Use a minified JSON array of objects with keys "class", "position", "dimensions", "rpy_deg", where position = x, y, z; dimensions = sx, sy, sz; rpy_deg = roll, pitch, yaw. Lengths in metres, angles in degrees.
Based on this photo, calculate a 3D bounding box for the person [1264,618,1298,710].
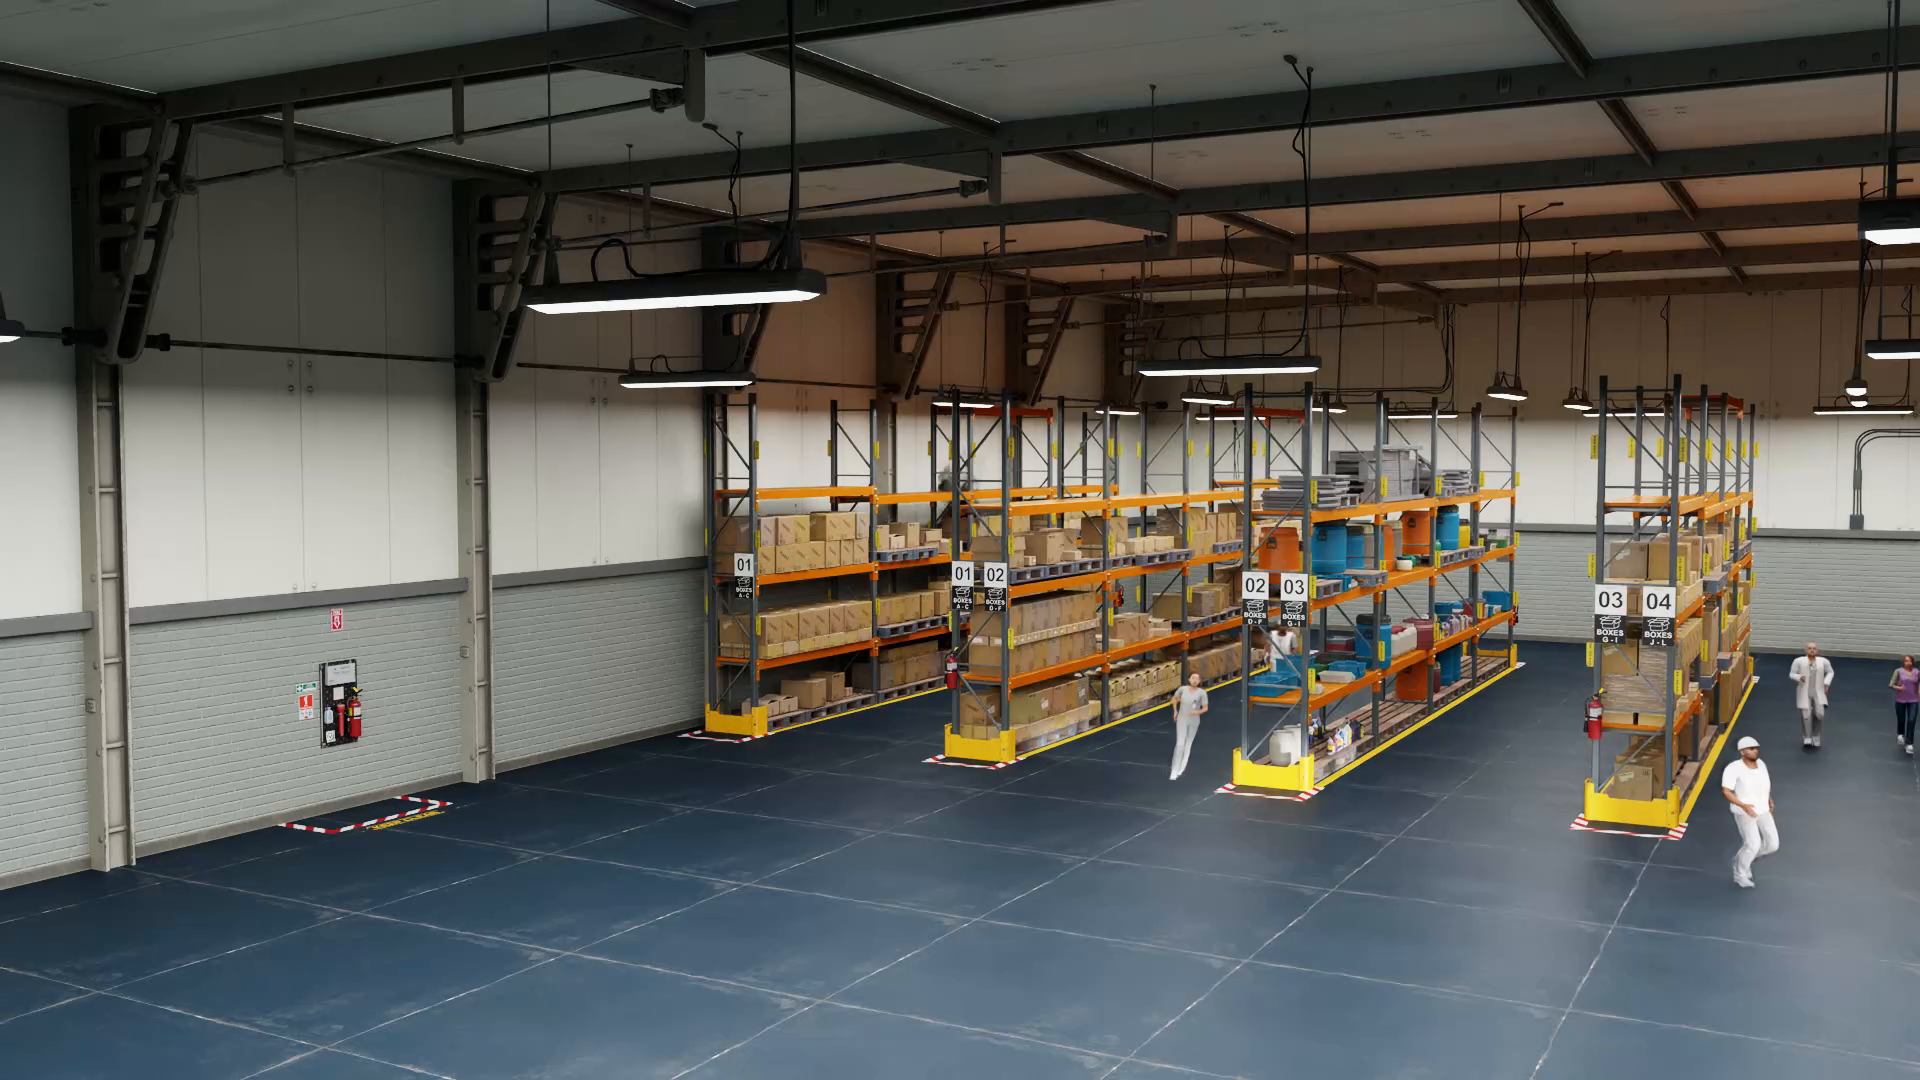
[{"class":"person","position":[6.175,2.386,32.014],"dimensions":[0.660,1.790,0.800],"rpy_deg":[1,3,16]}]

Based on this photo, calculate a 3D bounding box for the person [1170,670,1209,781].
[{"class":"person","position":[3.491,2.818,25.320],"dimensions":[0.573,1.690,0.652],"rpy_deg":[0,3,7]}]

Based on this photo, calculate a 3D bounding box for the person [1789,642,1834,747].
[{"class":"person","position":[14.342,2.613,27.992],"dimensions":[0.693,1.768,0.682],"rpy_deg":[1,3,22]}]

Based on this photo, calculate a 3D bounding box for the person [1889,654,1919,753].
[{"class":"person","position":[15.688,2.683,27.543],"dimensions":[0.545,1.580,0.873],"rpy_deg":[1,3,24]}]

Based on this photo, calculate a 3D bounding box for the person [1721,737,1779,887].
[{"class":"person","position":[9.073,3.112,19.036],"dimensions":[0.708,1.723,0.517],"rpy_deg":[-1,3,-19]}]
